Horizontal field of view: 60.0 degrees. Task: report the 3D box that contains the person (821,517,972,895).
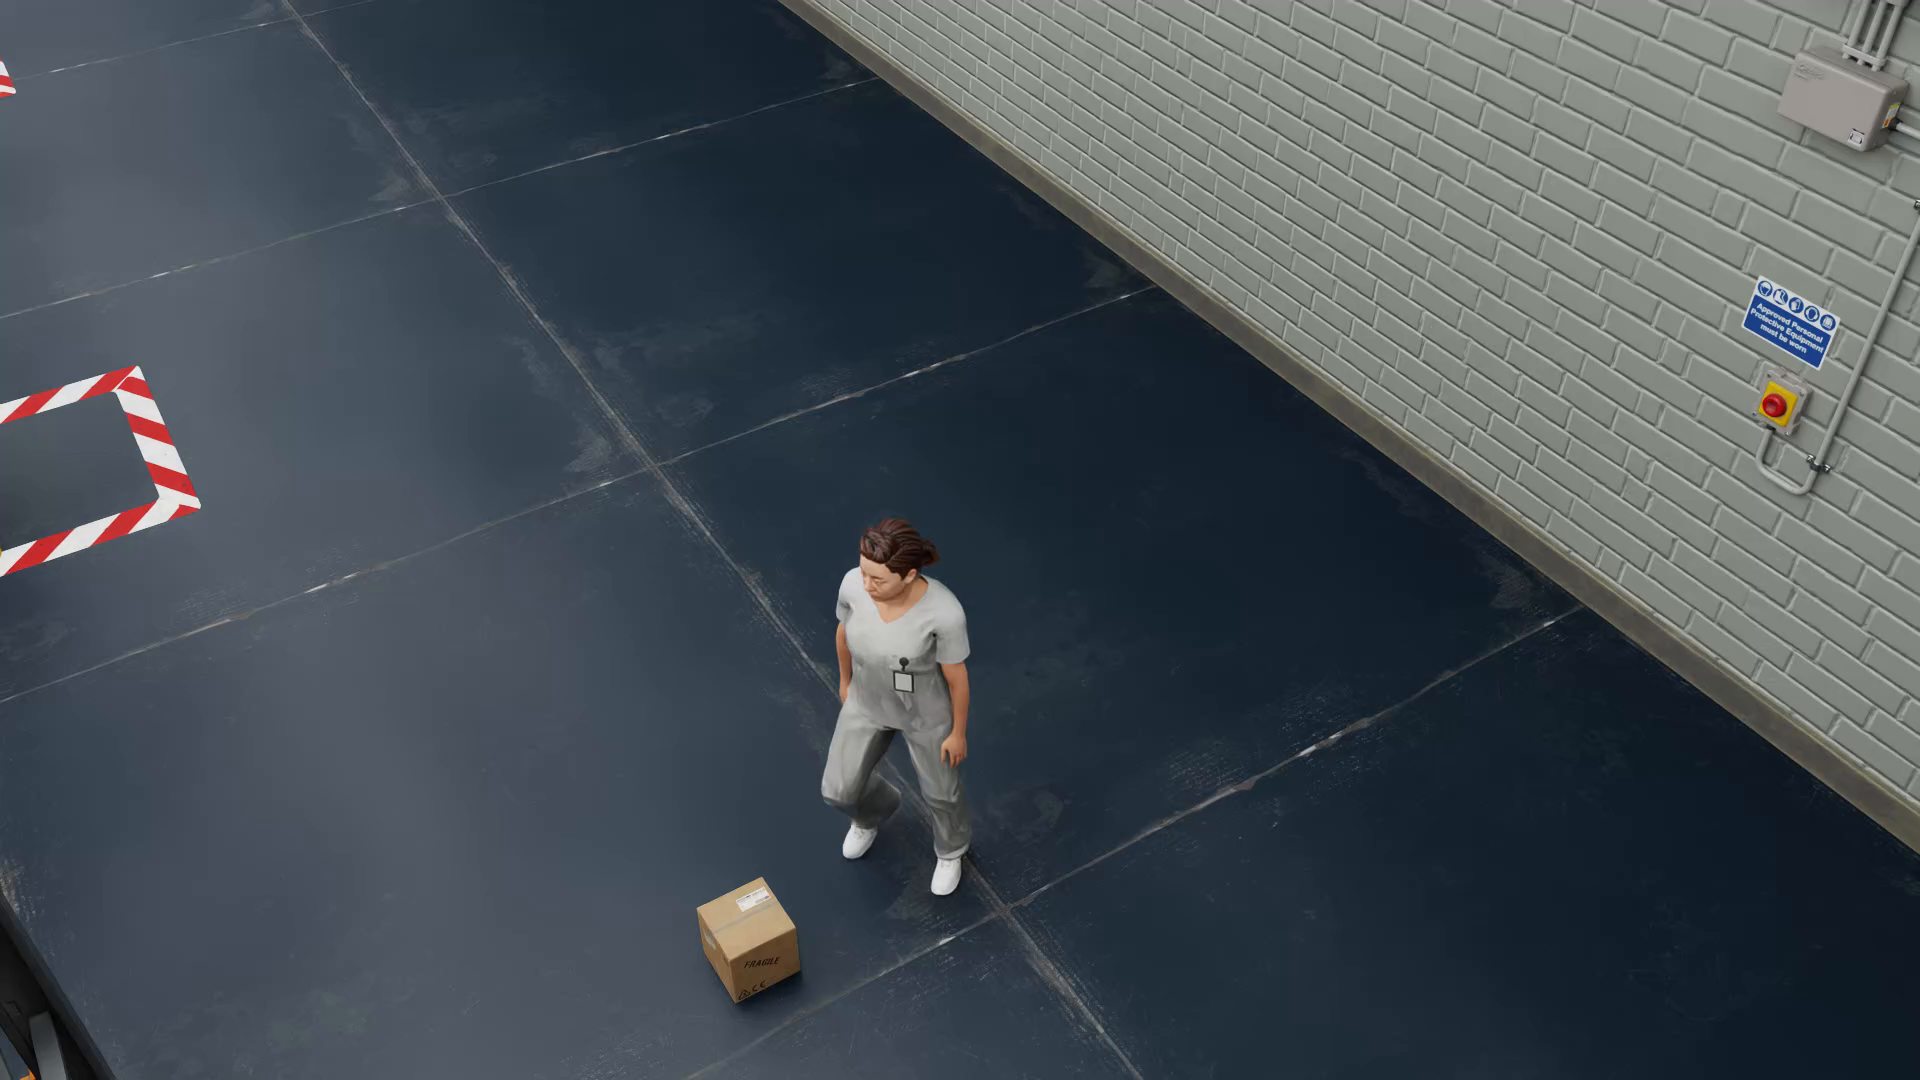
[{"bbox_3d":[-0.194,0.555,5.505,0.497,1.679,0.407,12,42,13],"label":"person"}]
